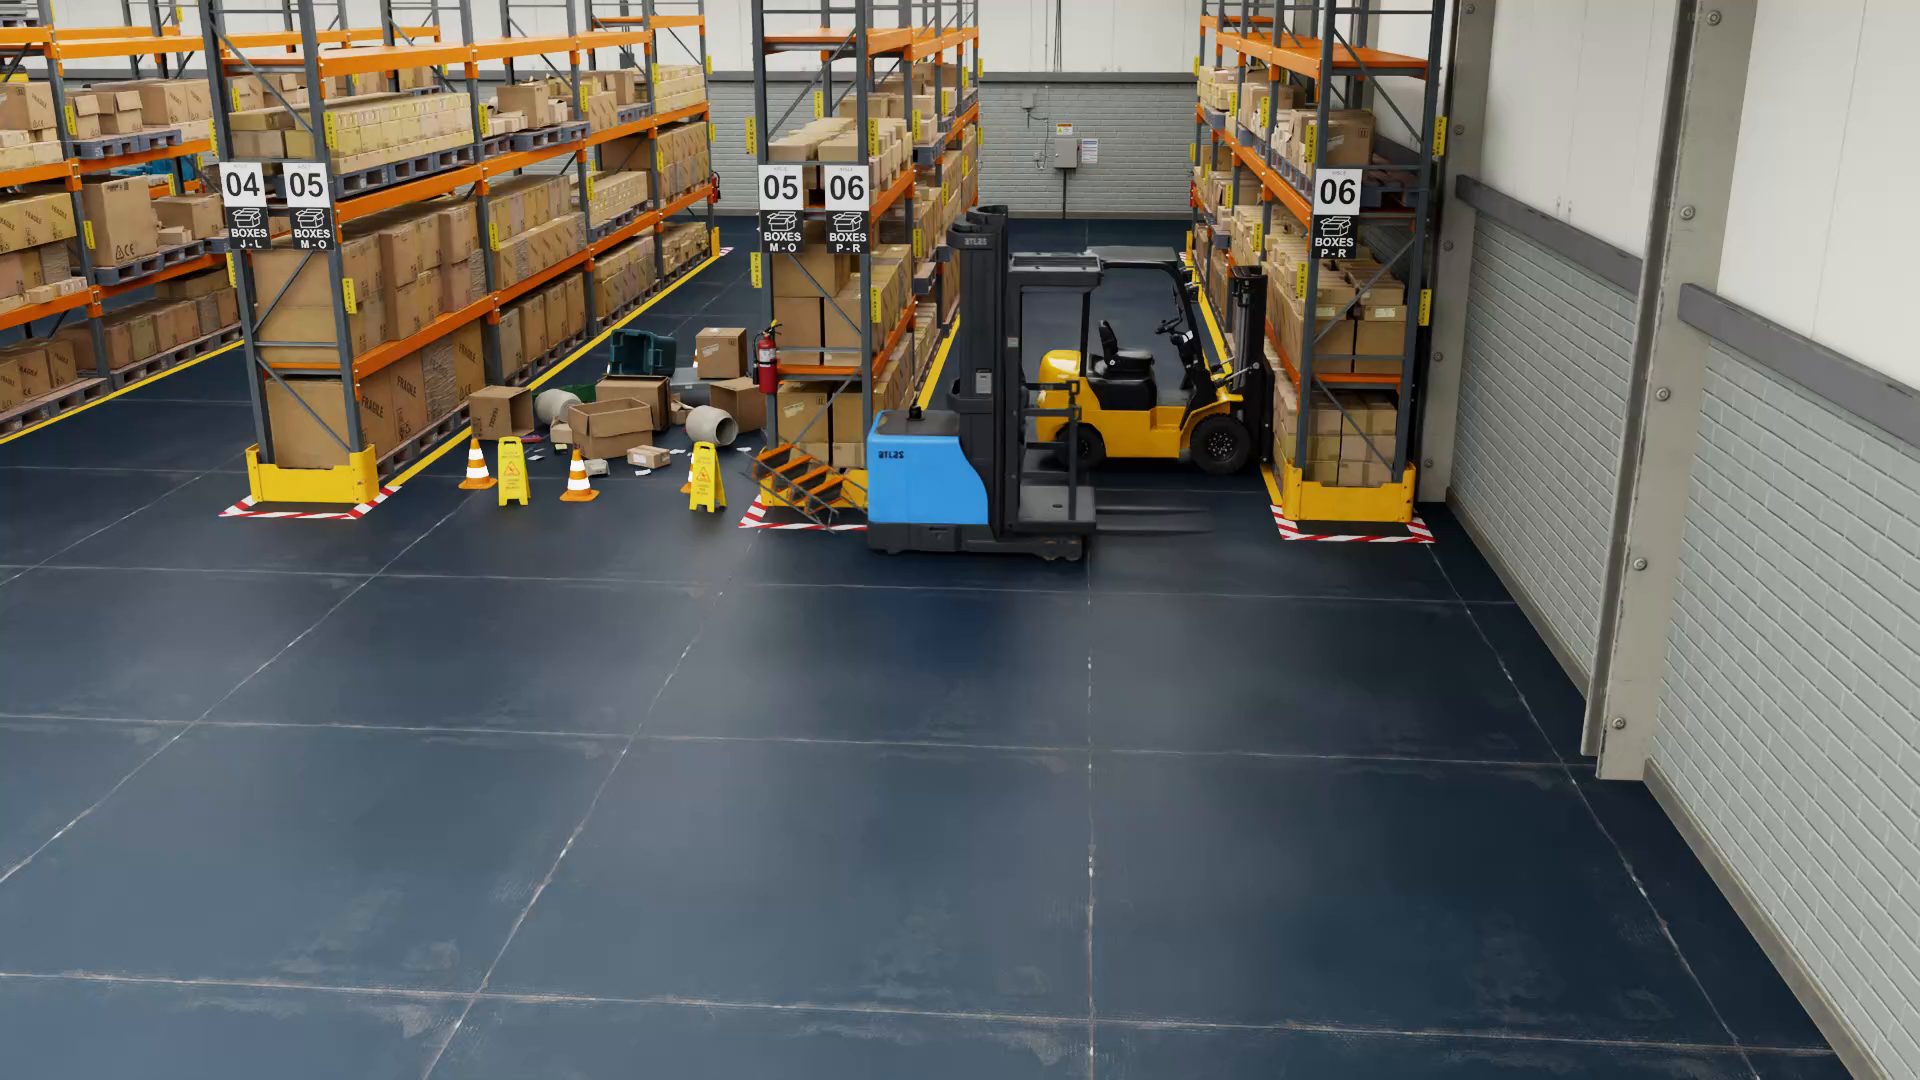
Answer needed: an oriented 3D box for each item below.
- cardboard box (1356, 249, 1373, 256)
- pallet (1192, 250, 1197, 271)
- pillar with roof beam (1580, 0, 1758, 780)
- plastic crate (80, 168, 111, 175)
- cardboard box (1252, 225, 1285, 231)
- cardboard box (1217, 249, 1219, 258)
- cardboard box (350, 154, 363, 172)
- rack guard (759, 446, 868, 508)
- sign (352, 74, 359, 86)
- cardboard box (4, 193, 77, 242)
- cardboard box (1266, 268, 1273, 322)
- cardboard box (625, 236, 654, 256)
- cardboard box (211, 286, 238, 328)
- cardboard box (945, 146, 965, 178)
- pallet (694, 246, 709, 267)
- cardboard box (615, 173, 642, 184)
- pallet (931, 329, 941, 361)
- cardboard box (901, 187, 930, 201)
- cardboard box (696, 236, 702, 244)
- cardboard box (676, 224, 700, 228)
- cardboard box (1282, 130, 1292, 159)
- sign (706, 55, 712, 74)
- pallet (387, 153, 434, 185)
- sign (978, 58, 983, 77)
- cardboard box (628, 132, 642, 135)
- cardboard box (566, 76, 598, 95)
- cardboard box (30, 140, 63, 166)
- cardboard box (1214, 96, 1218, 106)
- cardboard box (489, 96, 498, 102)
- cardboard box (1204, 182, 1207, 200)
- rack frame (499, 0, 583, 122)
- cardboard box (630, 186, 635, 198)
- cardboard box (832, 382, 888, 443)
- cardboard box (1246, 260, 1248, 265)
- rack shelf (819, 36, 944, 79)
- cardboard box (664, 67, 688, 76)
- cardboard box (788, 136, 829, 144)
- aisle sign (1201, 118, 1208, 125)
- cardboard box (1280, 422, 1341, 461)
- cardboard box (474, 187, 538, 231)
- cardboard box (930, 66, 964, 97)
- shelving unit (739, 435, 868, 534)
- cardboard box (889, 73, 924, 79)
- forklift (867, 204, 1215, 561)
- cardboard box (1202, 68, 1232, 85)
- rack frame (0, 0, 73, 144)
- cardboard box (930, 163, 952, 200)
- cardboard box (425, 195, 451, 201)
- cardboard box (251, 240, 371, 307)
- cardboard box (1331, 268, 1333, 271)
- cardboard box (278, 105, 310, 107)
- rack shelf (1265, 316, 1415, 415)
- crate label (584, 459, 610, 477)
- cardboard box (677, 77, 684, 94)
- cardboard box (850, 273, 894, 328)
[{"bbox_3d":[4.135,-2.975,17.506,0.380,0.149,0.250,1,18,3],"label":"cardboard box"},{"bbox_3d":[4.714,-5.033,29.946,1.003,0.211,1.213,1,18,4],"label":"pallet"},{"bbox_3d":[-0.146,-2.940,9.444,9.100,9.000,0.400,1,18,4],"label":"pillar with roof beam"},{"bbox_3d":[-14.972,-6.160,28.705,0.402,0.464,0.583,1,18,4],"label":"plastic crate"},{"bbox_3d":[3.781,-3.767,20.401,0.380,0.149,0.250,1,18,4],"label":"cardboard box"},{"bbox_3d":[4.255,-4.514,26.181,0.380,0.149,0.250,1,18,2],"label":"cardboard box"},{"bbox_3d":[-5.905,-3.581,15.785,0.380,0.149,0.250,1,18,4],"label":"cardboard box"},{"bbox_3d":[-1.317,-0.606,15.969,1.175,0.500,0.348,1,18,4],"label":"rack guard"},{"bbox_3d":[-9.804,-7.530,26.933,0.100,0.325,0.005,1,18,4],"label":"sign"},{"bbox_3d":[-10.678,-3.752,19.312,0.500,0.500,0.500,1,18,4],"label":"cardboard box"},{"bbox_3d":[3.603,-2.656,18.052,0.500,0.500,0.500,2,18,5],"label":"cardboard box"},{"bbox_3d":[-5.208,-4.707,26.608,0.500,0.250,0.500,1,18,2],"label":"cardboard box"},{"bbox_3d":[-10.661,-3.289,23.450,0.700,0.500,0.500,0,18,1],"label":"cardboard box"},{"bbox_3d":[-0.186,-6.162,27.146,0.500,0.500,0.500,1,18,4],"label":"cardboard box"},{"bbox_3d":[-5.219,-5.218,30.510,1.003,0.211,1.213,1,18,4],"label":"pallet"},{"bbox_3d":[-5.259,-5.727,26.356,0.380,0.149,0.250,1,18,2],"label":"cardboard box"},{"bbox_3d":[-0.806,-2.687,22.785,1.003,0.211,1.213,1,18,4],"label":"pallet"},{"bbox_3d":[-0.585,-4.437,21.293,0.380,0.149,0.250,0,18,1],"label":"cardboard box"},{"bbox_3d":[-4.908,-5.473,30.235,0.380,0.149,0.250,1,18,2],"label":"cardboard box"},{"bbox_3d":[-4.980,-5.699,30.448,0.380,0.149,0.250,2,18,5],"label":"cardboard box"},{"bbox_3d":[3.506,-4.057,17.052,0.396,0.266,0.258,1,18,3],"label":"cardboard box"},{"bbox_3d":[-4.568,-8.646,30.253,0.100,0.325,0.005,1,18,4],"label":"sign"},{"bbox_3d":[-6.139,-3.843,17.160,1.003,0.211,1.213,1,18,4],"label":"pallet"},{"bbox_3d":[0.365,-8.532,30.031,0.100,0.325,0.005,1,18,4],"label":"sign"},{"bbox_3d":[-5.611,-6.553,27.861,0.500,0.500,0.500,1,18,2],"label":"cardboard box"},{"bbox_3d":[-5.352,-6.450,23.584,0.396,0.266,0.258,1,18,4],"label":"cardboard box"},{"bbox_3d":[-10.692,-4.441,19.081,0.500,0.250,0.500,2,18,6],"label":"cardboard box"},{"bbox_3d":[4.000,-6.539,24.814,0.380,0.149,0.250,1,18,3],"label":"cardboard box"},{"bbox_3d":[-5.965,-5.744,22.127,0.500,0.311,0.500,1,18,4],"label":"cardboard box"},{"bbox_3d":[4.304,-5.777,27.500,0.500,0.250,0.500,1,18,4],"label":"cardboard box"},{"bbox_3d":[-5.693,-7.185,22.398,1.000,3.000,0.127,1,18,4],"label":"rack frame"},{"bbox_3d":[-5.292,-5.426,25.916,0.380,0.149,0.250,1,18,2],"label":"cardboard box"},{"bbox_3d":[-0.987,-1.271,16.523,0.500,0.500,0.500,1,18,2],"label":"cardboard box"},{"bbox_3d":[3.788,-3.304,20.429,0.500,0.250,0.500,1,18,4],"label":"cardboard box"},{"bbox_3d":[-0.892,-5.953,20.435,1.077,0.370,4.000,1,18,4],"label":"rack shelf"},{"bbox_3d":[-4.973,-8.174,29.032,0.380,0.149,0.250,1,18,3],"label":"cardboard box"},{"bbox_3d":[-1.466,-3.803,16.019,0.380,0.149,0.250,1,18,4],"label":"cardboard box"},{"bbox_3d":[4.488,-7.893,30.019,0.394,0.787,0.004,1,18,4],"label":"aisle sign"},{"bbox_3d":[3.352,-0.949,15.941,0.500,0.250,0.500,1,18,3],"label":"cardboard box"},{"bbox_3d":[-5.841,-4.242,21.286,0.700,0.500,0.500,1,18,3],"label":"cardboard box"},{"bbox_3d":[-0.210,-7.395,26.862,0.500,0.500,0.500,2,18,5],"label":"cardboard box"},{"bbox_3d":[-1.423,-0.522,15.363,1.200,0.258,0.503,32,38,25],"label":"shelving unit"},{"bbox_3d":[-0.814,-6.902,25.519,0.500,0.500,0.500,1,18,3],"label":"cardboard box"},{"bbox_3d":[0.722,-1.385,14.441,3.031,2.935,1.130,1,18,3],"label":"forklift"},{"bbox_3d":[4.416,-7.917,28.410,0.500,0.250,0.500,1,18,3],"label":"cardboard box"},{"bbox_3d":[-10.920,-6.085,19.041,1.000,3.000,0.127,1,18,4],"label":"rack frame"},{"bbox_3d":[-0.391,-5.240,24.331,0.500,0.500,0.500,2,18,5],"label":"cardboard box"},{"bbox_3d":[-10.026,-5.950,31.002,0.875,0.875,0.875,1,18,4],"label":"cardboard box"},{"bbox_3d":[-6.201,-2.548,15.907,0.875,0.550,0.550,1,18,4],"label":"cardboard box"},{"bbox_3d":[4.061,-2.752,17.303,0.380,0.149,0.250,1,18,3],"label":"cardboard box"},{"bbox_3d":[-6.507,-4.209,16.421,0.380,0.149,0.250,1,18,4],"label":"cardboard box"},{"bbox_3d":[3.772,-1.940,17.181,1.077,0.370,4.000,1,18,4],"label":"rack shelf"},{"bbox_3d":[-3.715,-0.737,16.952,0.250,0.136,0.298,-9,20,-25],"label":"crate label"},{"bbox_3d":[-5.022,-7.787,28.492,0.500,0.250,0.500,0,18,2],"label":"cardboard box"},{"bbox_3d":[-0.942,-2.419,16.851,0.500,0.500,0.500,1,18,3],"label":"cardboard box"}]
